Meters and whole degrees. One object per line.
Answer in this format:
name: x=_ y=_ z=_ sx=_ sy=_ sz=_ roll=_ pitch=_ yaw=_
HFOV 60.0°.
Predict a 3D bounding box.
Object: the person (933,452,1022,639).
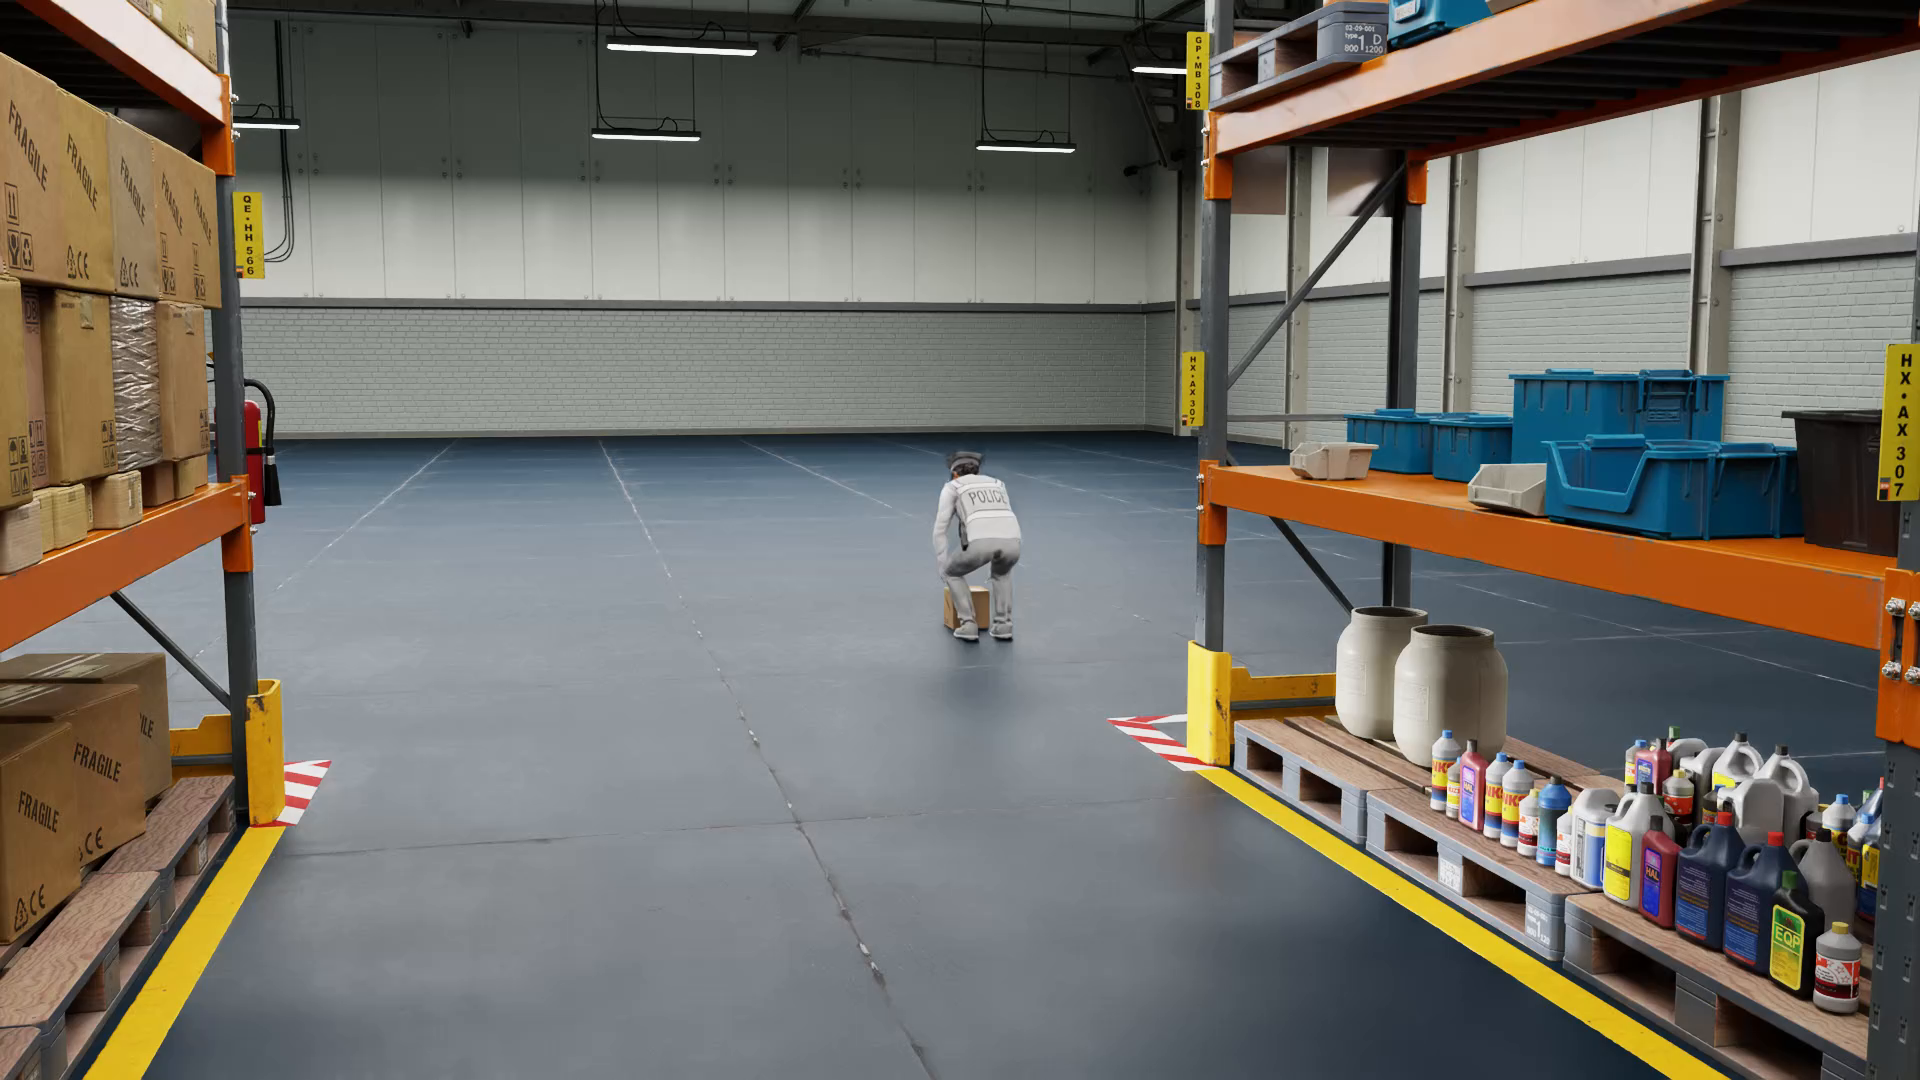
person: x=0.105 y=0.037 z=10.598 sx=0.522 sy=1.180 sz=0.796 roll=-2 pitch=6 yaw=-14
